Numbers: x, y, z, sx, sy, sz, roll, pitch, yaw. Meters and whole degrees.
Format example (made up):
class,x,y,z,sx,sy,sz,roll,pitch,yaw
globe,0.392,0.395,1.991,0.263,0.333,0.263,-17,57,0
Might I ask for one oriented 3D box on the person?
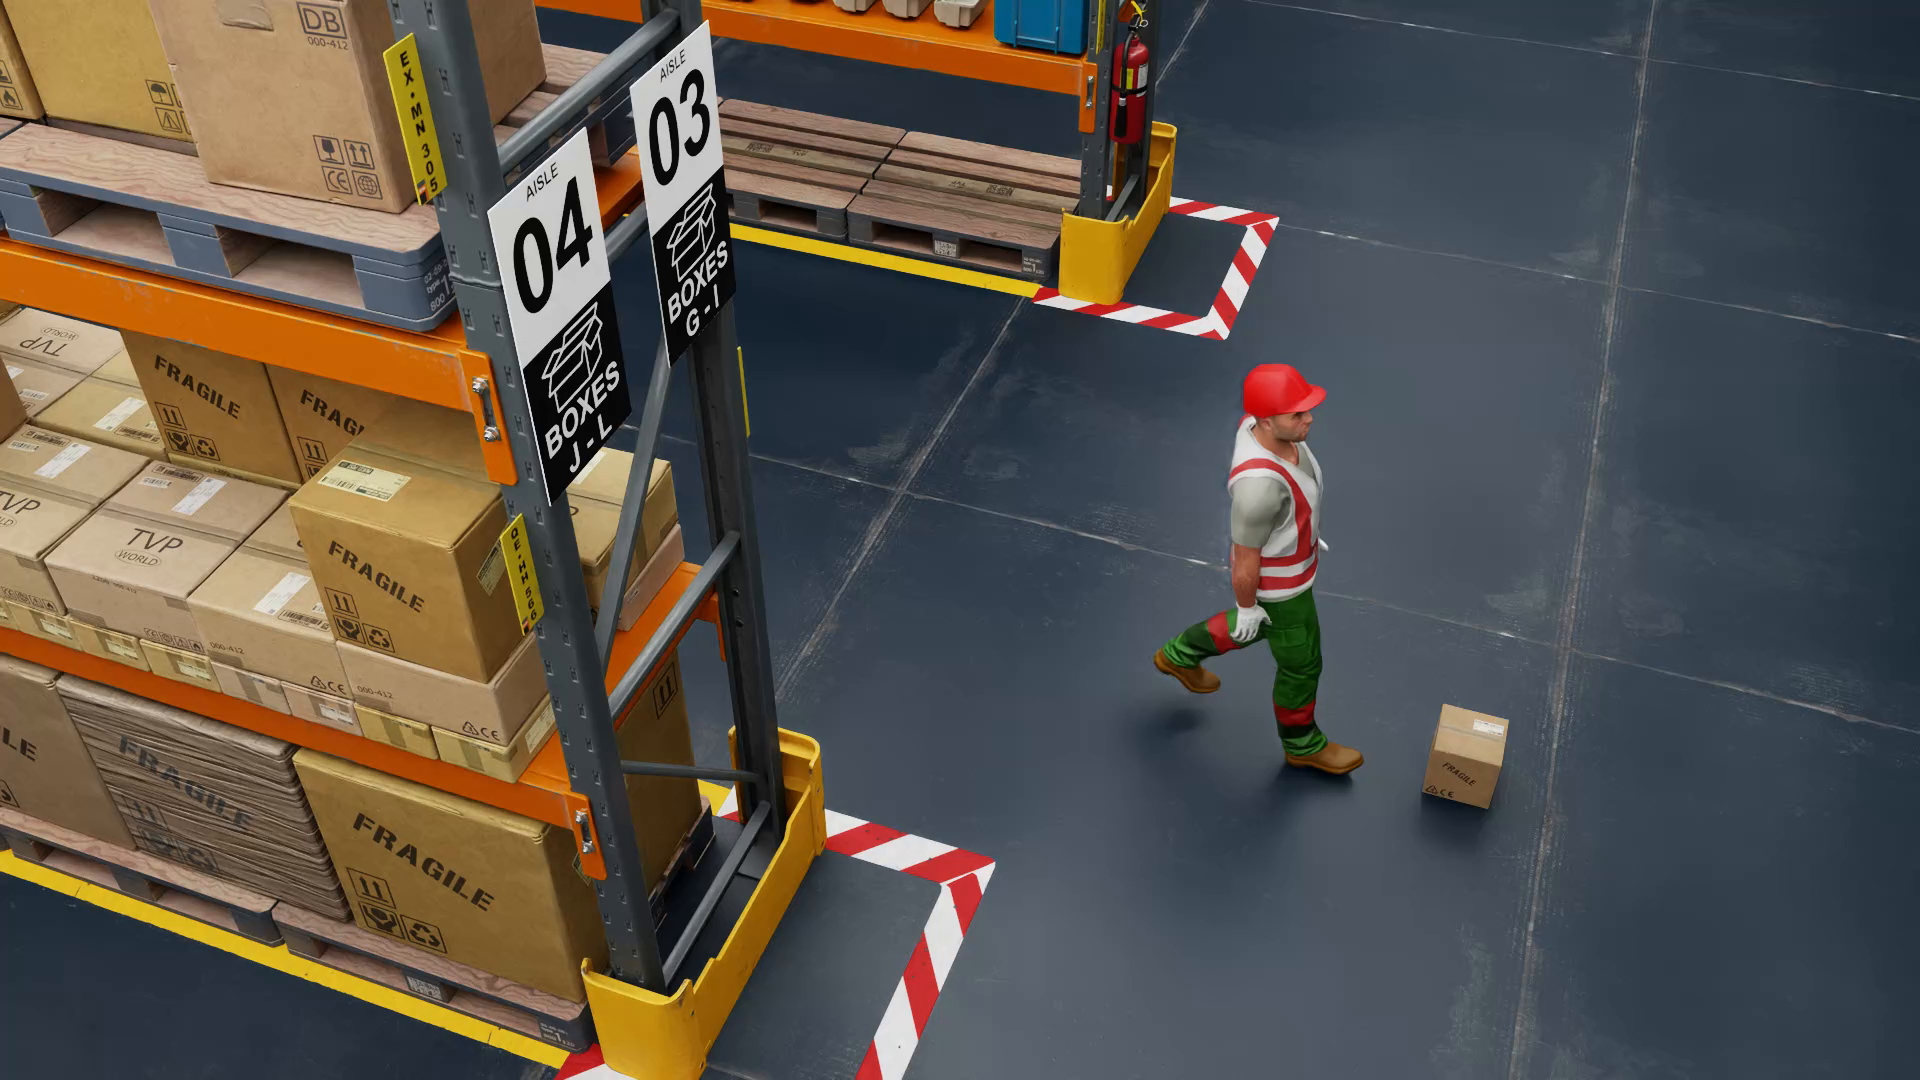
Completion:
class,x,y,z,sx,sy,sz,roll,pitch,yaw
person,1.160,0.100,6.015,0.850,1.767,0.545,7,42,8
